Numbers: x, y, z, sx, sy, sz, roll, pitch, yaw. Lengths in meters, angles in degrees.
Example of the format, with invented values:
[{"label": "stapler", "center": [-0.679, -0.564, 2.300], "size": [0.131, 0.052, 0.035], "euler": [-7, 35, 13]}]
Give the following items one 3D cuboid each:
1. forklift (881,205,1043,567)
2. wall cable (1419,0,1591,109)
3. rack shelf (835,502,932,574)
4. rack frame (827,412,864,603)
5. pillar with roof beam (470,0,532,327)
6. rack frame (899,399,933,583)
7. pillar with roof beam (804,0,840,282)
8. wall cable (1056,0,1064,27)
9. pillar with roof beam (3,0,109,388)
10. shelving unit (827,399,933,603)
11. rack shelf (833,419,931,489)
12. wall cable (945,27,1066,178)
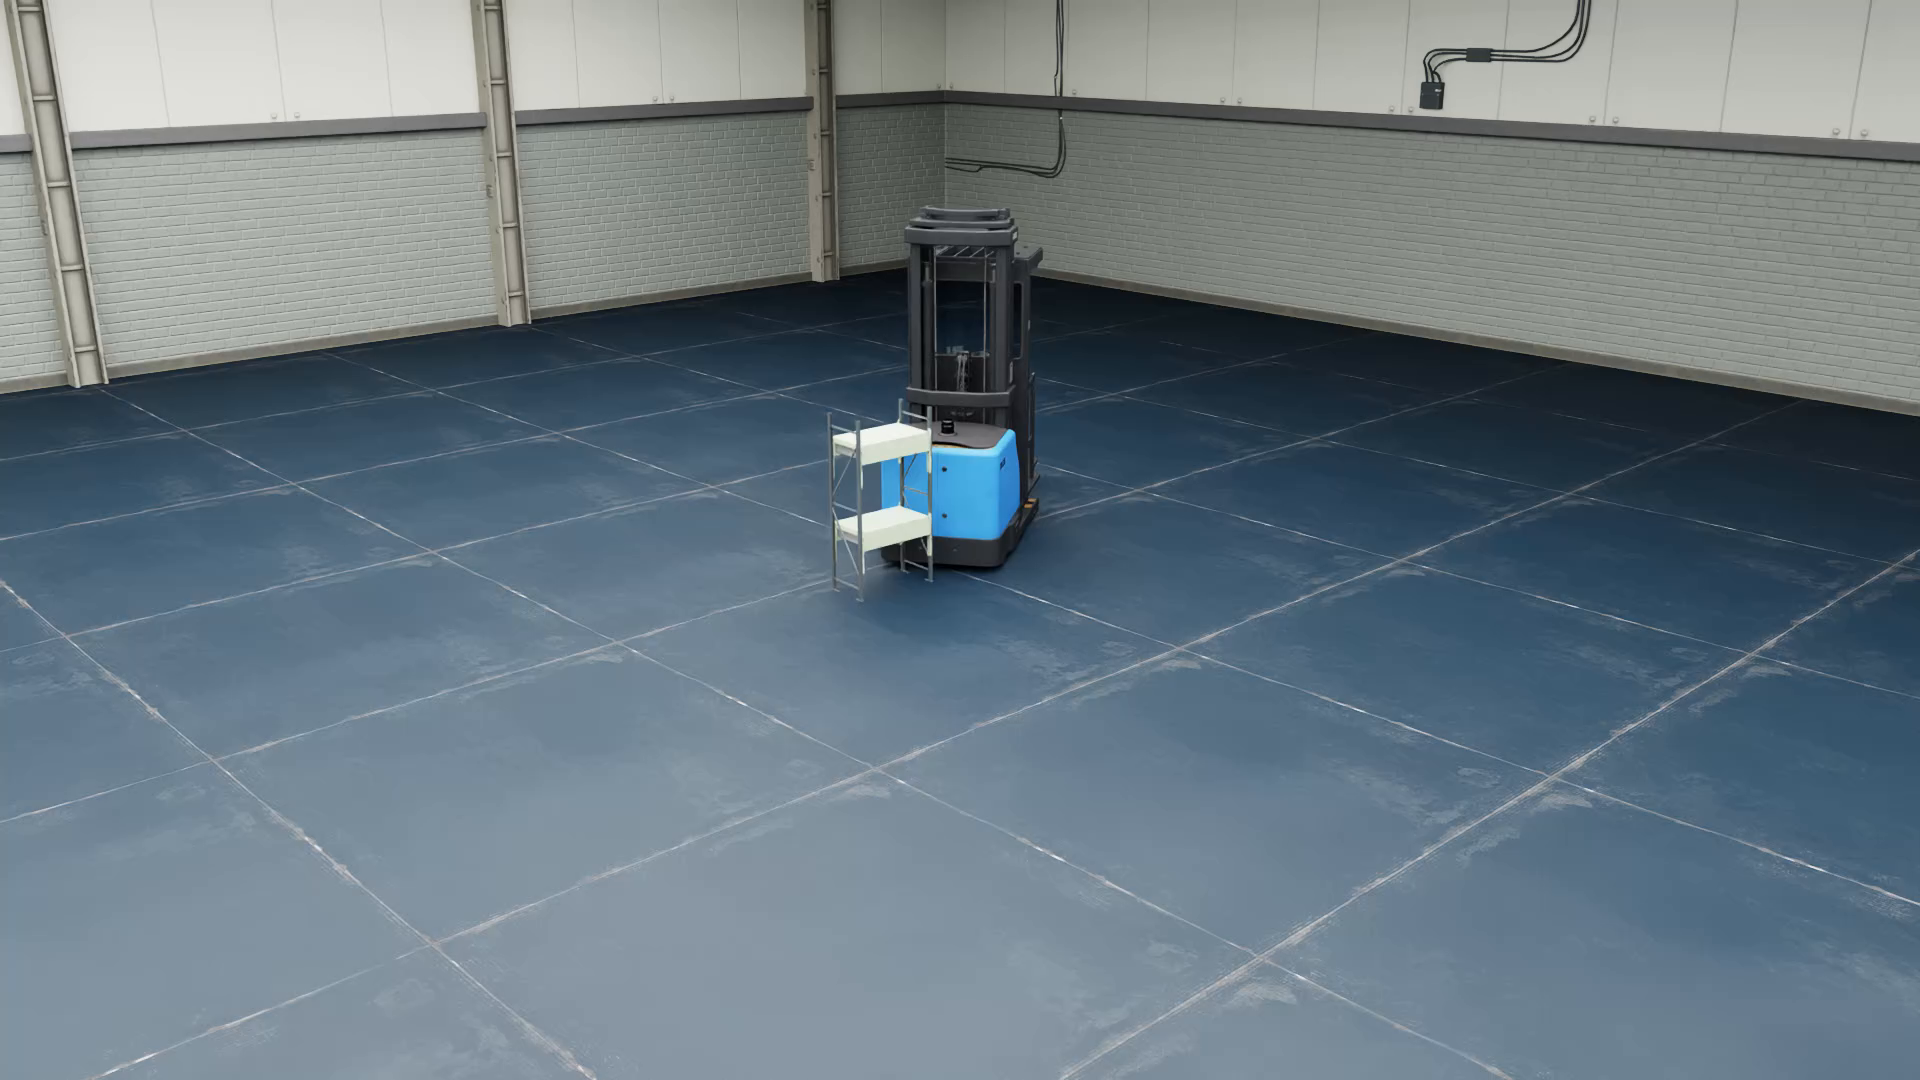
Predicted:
[{"label": "forklift", "center": [0.132, -1.582, 15.112], "size": [1.130, 2.935, 3.031], "euler": [4, 18, 12]}, {"label": "wall cable", "center": [7.218, -8.624, 21.478], "size": [0.169, 6.003, 2.305], "euler": [-16, 24, -41]}, {"label": "rack shelf", "center": [-0.642, -0.021, 13.673], "size": [0.720, 0.370, 0.431], "euler": [-15, 23, -39]}, {"label": "rack frame", "center": [-0.918, -0.257, 13.344], "size": [0.023, 1.500, 0.400], "euler": [-15, 23, -39]}, {"label": "pillar with roof beam", "center": [-3.744, -6.573, 20.666], "size": [0.400, 9.000, 9.100], "euler": [-16, 24, -41]}, {"label": "rack frame", "center": [-0.366, -0.405, 13.801], "size": [0.023, 1.500, 0.400], "euler": [-15, 23, -39]}, {"label": "pillar with roof beam", "center": [0.615, -7.844, 24.588], "size": [0.400, 9.000, 9.100], "euler": [-16, 24, -41]}, {"label": "wall cable", "center": [2.565, -9.456, 26.405], "size": [0.112, 2.526, 3.097], "euler": [-16, 24, -41]}, {"label": "pillar with roof beam", "center": [-8.104, -5.301, 16.745], "size": [0.400, 9.000, 9.100], "euler": [-16, 24, -41]}, {"label": "shelving unit", "center": [-0.642, -0.331, 13.572], "size": [0.755, 1.500, 0.431], "euler": [-15, 23, -39]}, {"label": "rack shelf", "center": [-0.642, -0.702, 13.452], "size": [0.720, 0.370, 0.431], "euler": [-15, 23, -39]}, {"label": "wall cable", "center": [0.707, -7.660, 29.054], "size": [0.112, 2.526, 3.097], "euler": [-16, 24, -41]}]
